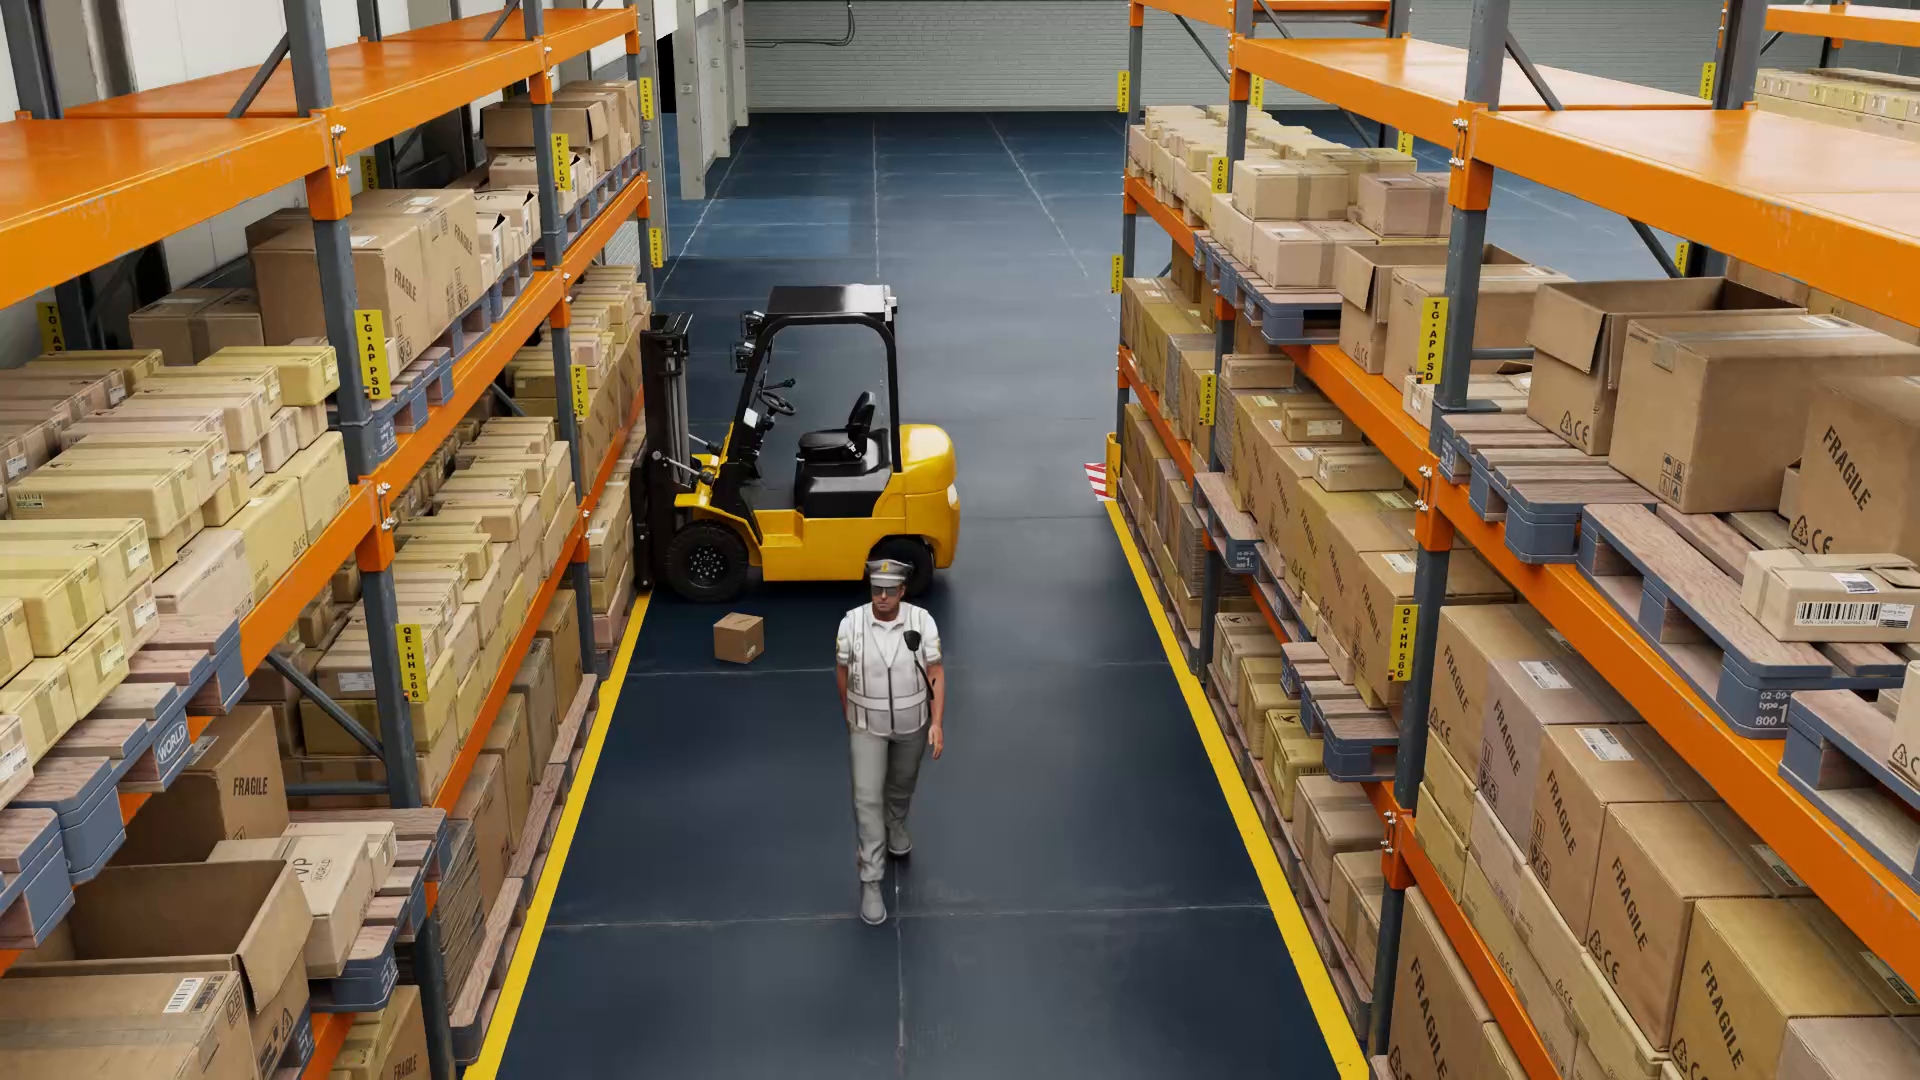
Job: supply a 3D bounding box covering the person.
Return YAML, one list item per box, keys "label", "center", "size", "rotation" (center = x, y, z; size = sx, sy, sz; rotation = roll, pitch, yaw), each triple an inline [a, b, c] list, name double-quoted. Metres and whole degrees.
- label: "person"
  center: [-0.336, 0.944, 8.445]
  size: [0.539, 1.751, 0.928]
  rotation: [-3, 20, -8]
